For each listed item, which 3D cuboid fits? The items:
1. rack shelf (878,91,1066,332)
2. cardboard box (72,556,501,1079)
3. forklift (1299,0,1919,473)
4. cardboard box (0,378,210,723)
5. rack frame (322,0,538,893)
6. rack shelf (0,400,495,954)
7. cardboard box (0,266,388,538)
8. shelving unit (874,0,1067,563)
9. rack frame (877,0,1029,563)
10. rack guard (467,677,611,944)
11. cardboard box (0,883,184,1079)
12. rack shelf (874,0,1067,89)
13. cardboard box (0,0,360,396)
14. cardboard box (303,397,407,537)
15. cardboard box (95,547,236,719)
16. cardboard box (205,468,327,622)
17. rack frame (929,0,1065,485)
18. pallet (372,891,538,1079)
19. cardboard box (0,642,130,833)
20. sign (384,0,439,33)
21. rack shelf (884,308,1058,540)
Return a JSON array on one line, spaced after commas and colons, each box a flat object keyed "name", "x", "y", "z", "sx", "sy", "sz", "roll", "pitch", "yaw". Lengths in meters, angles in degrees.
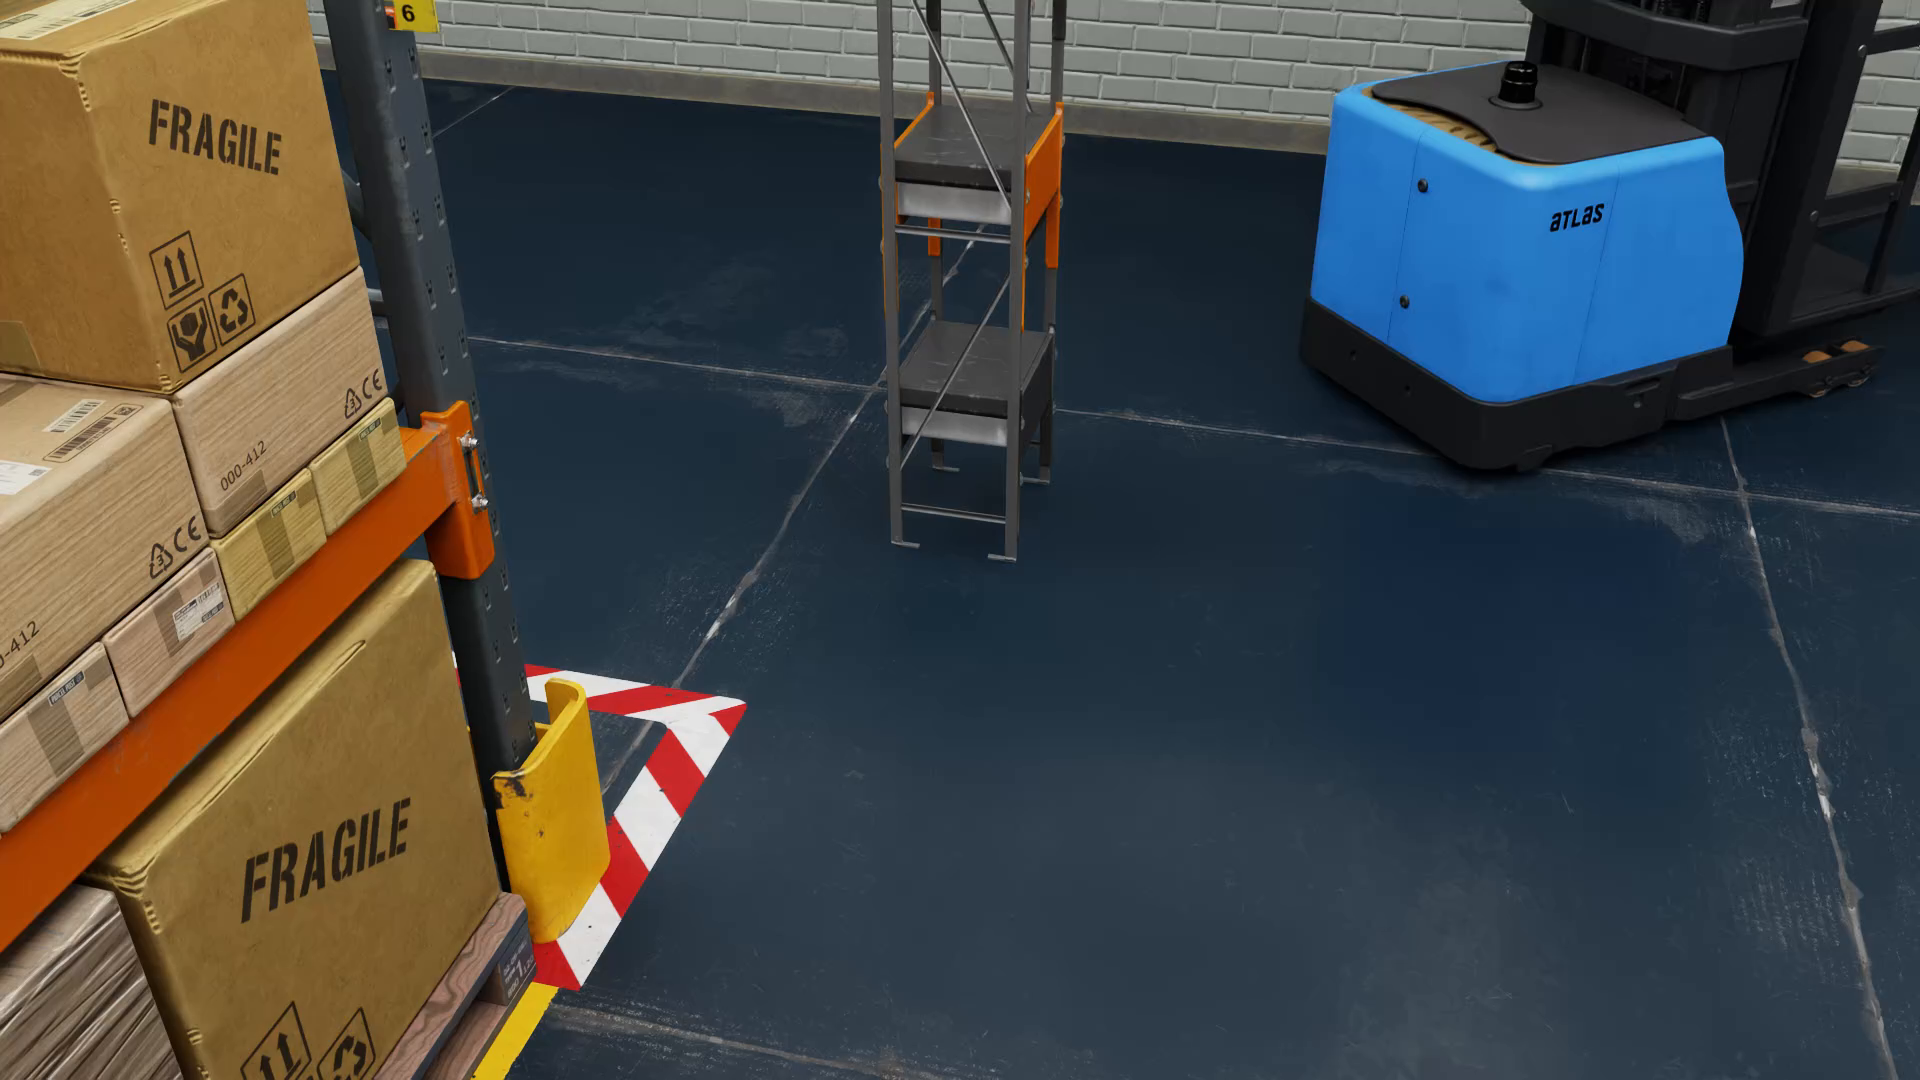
[{"name": "rack shelf", "x": 0.042, "y": -0.960, "z": 4.829, "sx": 0.431, "sy": 0.518, "sz": 0.480, "roll": 8, "pitch": 33, "yaw": 12}, {"name": "cardboard box", "x": -1.532, "y": 0.572, "z": 3.144, "sx": 0.875, "sy": 0.875, "sz": 0.875, "roll": 8, "pitch": 33, "yaw": 12}, {"name": "forklift", "x": 2.820, "y": -1.996, "z": 5.658, "sx": 3.031, "sy": 2.935, "sz": 1.130, "roll": -15, "pitch": 35, "yaw": -22}, {"name": "cardboard box", "x": -1.443, "y": -0.002, "z": 2.320, "sx": 0.500, "sy": 0.250, "sz": 0.500, "roll": 7, "pitch": 33, "yaw": 12}, {"name": "rack frame", "x": -1.447, "y": -0.491, "z": 3.226, "sx": 1.000, "sy": 3.000, "sz": 0.127, "roll": 8, "pitch": 33, "yaw": 12}, {"name": "rack shelf", "x": -1.955, "y": 0.851, "z": 1.787, "sx": 1.077, "sy": 0.370, "sz": 4.000, "roll": 8, "pitch": 33, "yaw": 12}, {"name": "cardboard box", "x": -1.314, "y": -0.266, "z": 2.734, "sx": 0.500, "sy": 0.250, "sz": 0.500, "roll": 7, "pitch": 33, "yaw": 12}, {"name": "shelving unit", "x": 0.042, "y": -0.972, "z": 4.822, "sx": 0.431, "sy": 2.100, "sz": 0.503, "roll": 8, "pitch": 33, "yaw": 12}, {"name": "rack frame", "x": -0.020, "y": -0.845, "z": 4.623, "sx": 0.400, "sy": 2.100, "sz": 0.015, "roll": 8, "pitch": 33, "yaw": 12}, {"name": "rack guard", "x": -1.441, "y": 0.552, "z": 3.916, "sx": 1.175, "sy": 0.500, "sz": 0.348, "roll": 8, "pitch": 33, "yaw": 12}, {"name": "cardboard box", "x": -1.763, "y": 1.044, "z": 2.401, "sx": 0.875, "sy": 0.875, "sz": 0.875, "roll": 8, "pitch": 33, "yaw": 12}, {"name": "rack shelf", "x": 0.042, "y": -1.551, "z": 4.454, "sx": 0.431, "sy": 0.518, "sz": 0.480, "roll": 8, "pitch": 33, "yaw": 12}, {"name": "cardboard box", "x": -1.317, "y": -0.581, "z": 2.531, "sx": 0.500, "sy": 0.500, "sz": 0.500, "roll": 8, "pitch": 33, "yaw": 13}, {"name": "cardboard box", "x": -1.219, "y": -0.155, "z": 2.932, "sx": 0.380, "sy": 0.149, "sz": 0.250, "roll": 9, "pitch": 33, "yaw": 13}, {"name": "cardboard box", "x": -1.349, "y": 0.111, "z": 2.514, "sx": 0.380, "sy": 0.149, "sz": 0.250, "roll": 8, "pitch": 33, "yaw": 12}, {"name": "cardboard box", "x": -1.284, "y": -0.020, "z": 2.720, "sx": 0.380, "sy": 0.149, "sz": 0.250, "roll": 8, "pitch": 33, "yaw": 13}, {"name": "rack frame", "x": 0.104, "y": -1.099, "z": 5.021, "sx": 0.400, "sy": 2.100, "sz": 0.015, "roll": 8, "pitch": 33, "yaw": 12}, {"name": "pallet", "x": -1.575, "y": 1.112, "z": 3.305, "sx": 1.003, "sy": 0.211, "sz": 1.213, "roll": 8, "pitch": 33, "yaw": 12}, {"name": "cardboard box", "x": -1.413, "y": 0.240, "z": 2.311, "sx": 0.380, "sy": 0.149, "sz": 0.250, "roll": 9, "pitch": 33, "yaw": 13}, {"name": "sign", "x": -0.926, "y": -0.998, "z": 2.724, "sx": 0.100, "sy": 0.325, "sz": 0.005, "roll": 8, "pitch": 33, "yaw": 12}, {"name": "rack shelf", "x": 0.042, "y": -0.370, "z": 5.205, "sx": 0.431, "sy": 0.518, "sz": 0.480, "roll": 8, "pitch": 33, "yaw": 12}]
